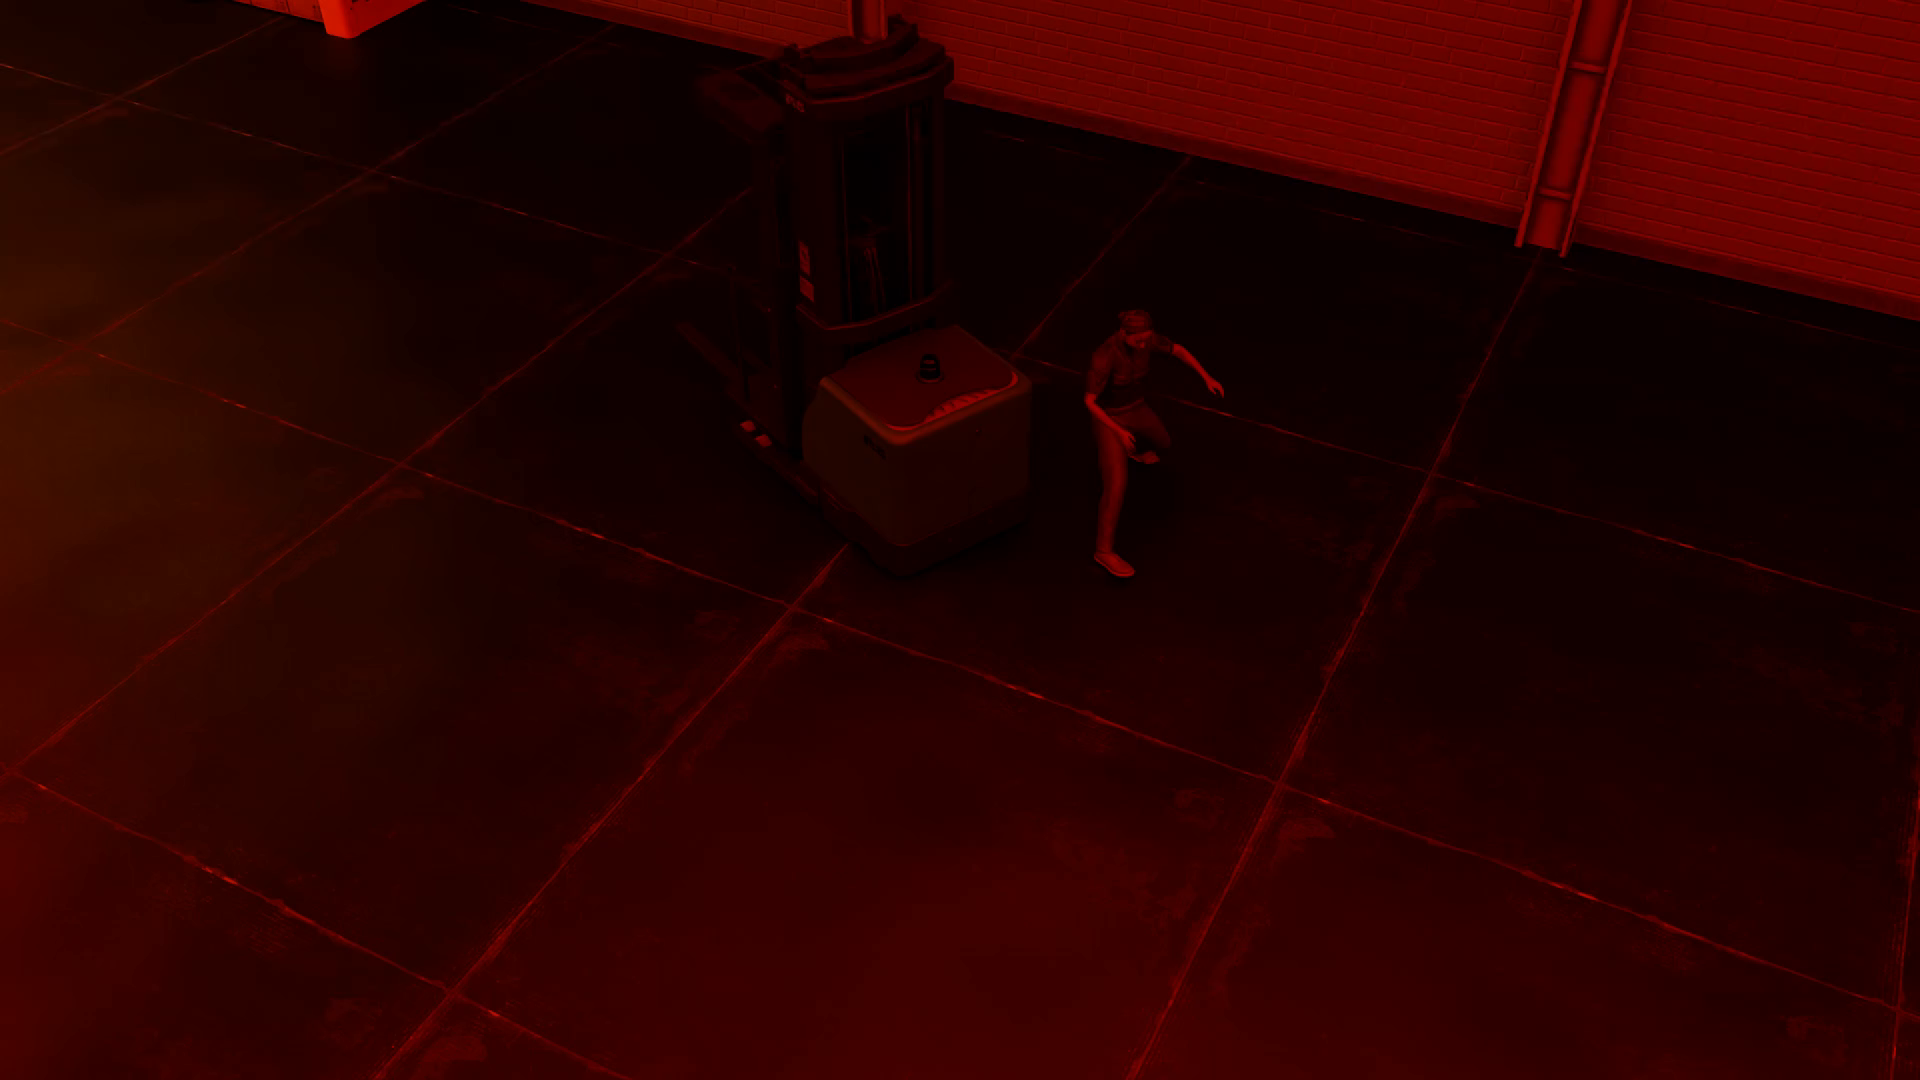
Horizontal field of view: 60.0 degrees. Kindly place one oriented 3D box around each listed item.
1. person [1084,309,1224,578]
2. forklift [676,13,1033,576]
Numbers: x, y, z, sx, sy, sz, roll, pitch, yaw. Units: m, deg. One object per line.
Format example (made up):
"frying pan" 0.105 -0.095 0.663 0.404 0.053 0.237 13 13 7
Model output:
"person" 1.082 -0.723 10.018 1.060 1.492 0.964 -28 47 -29
"forklift" -0.835 -1.809 10.135 1.130 2.935 3.031 -25 46 -27
